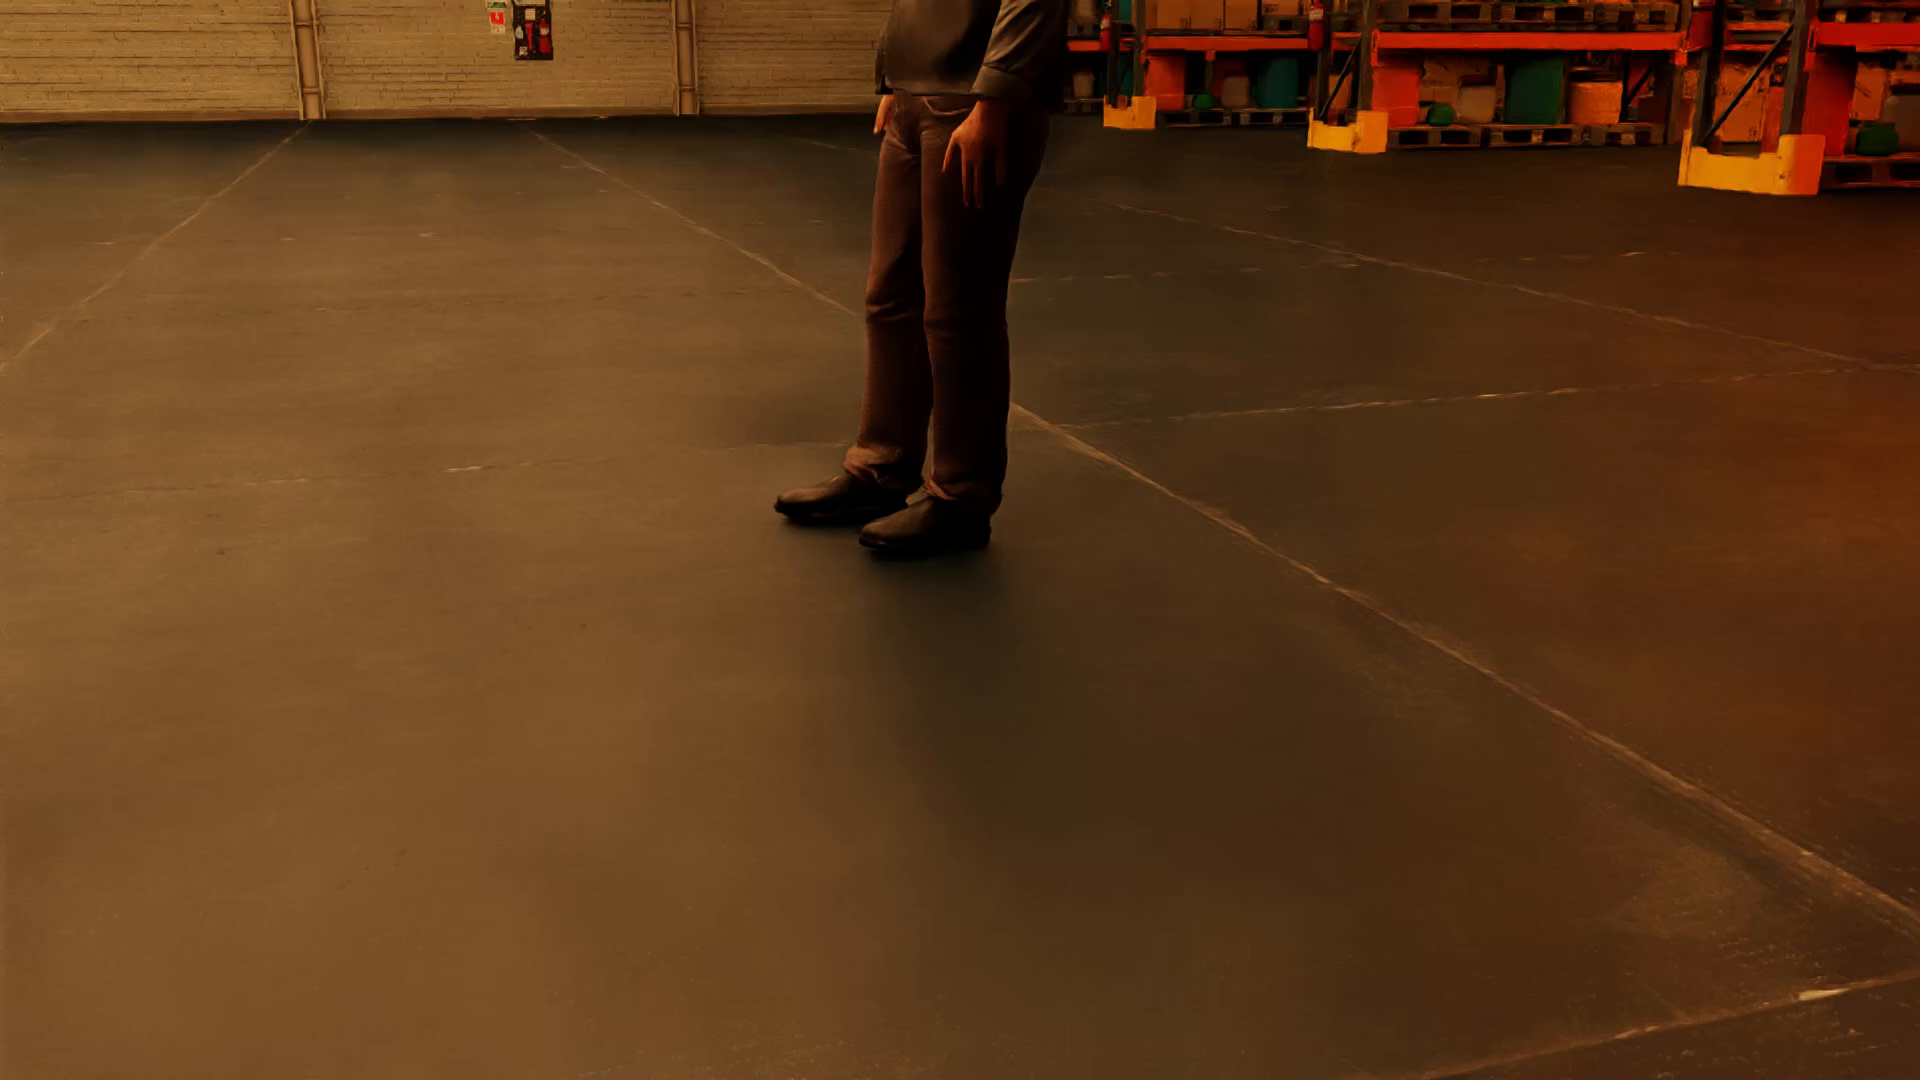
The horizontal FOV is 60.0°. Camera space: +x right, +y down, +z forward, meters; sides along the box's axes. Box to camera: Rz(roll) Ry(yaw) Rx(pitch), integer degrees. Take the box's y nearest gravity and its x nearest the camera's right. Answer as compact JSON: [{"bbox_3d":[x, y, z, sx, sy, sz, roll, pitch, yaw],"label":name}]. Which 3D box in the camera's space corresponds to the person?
[{"bbox_3d":[-0.062,-0.830,3.312,0.567,1.720,0.632,-5,17,-17],"label":"person"}]
